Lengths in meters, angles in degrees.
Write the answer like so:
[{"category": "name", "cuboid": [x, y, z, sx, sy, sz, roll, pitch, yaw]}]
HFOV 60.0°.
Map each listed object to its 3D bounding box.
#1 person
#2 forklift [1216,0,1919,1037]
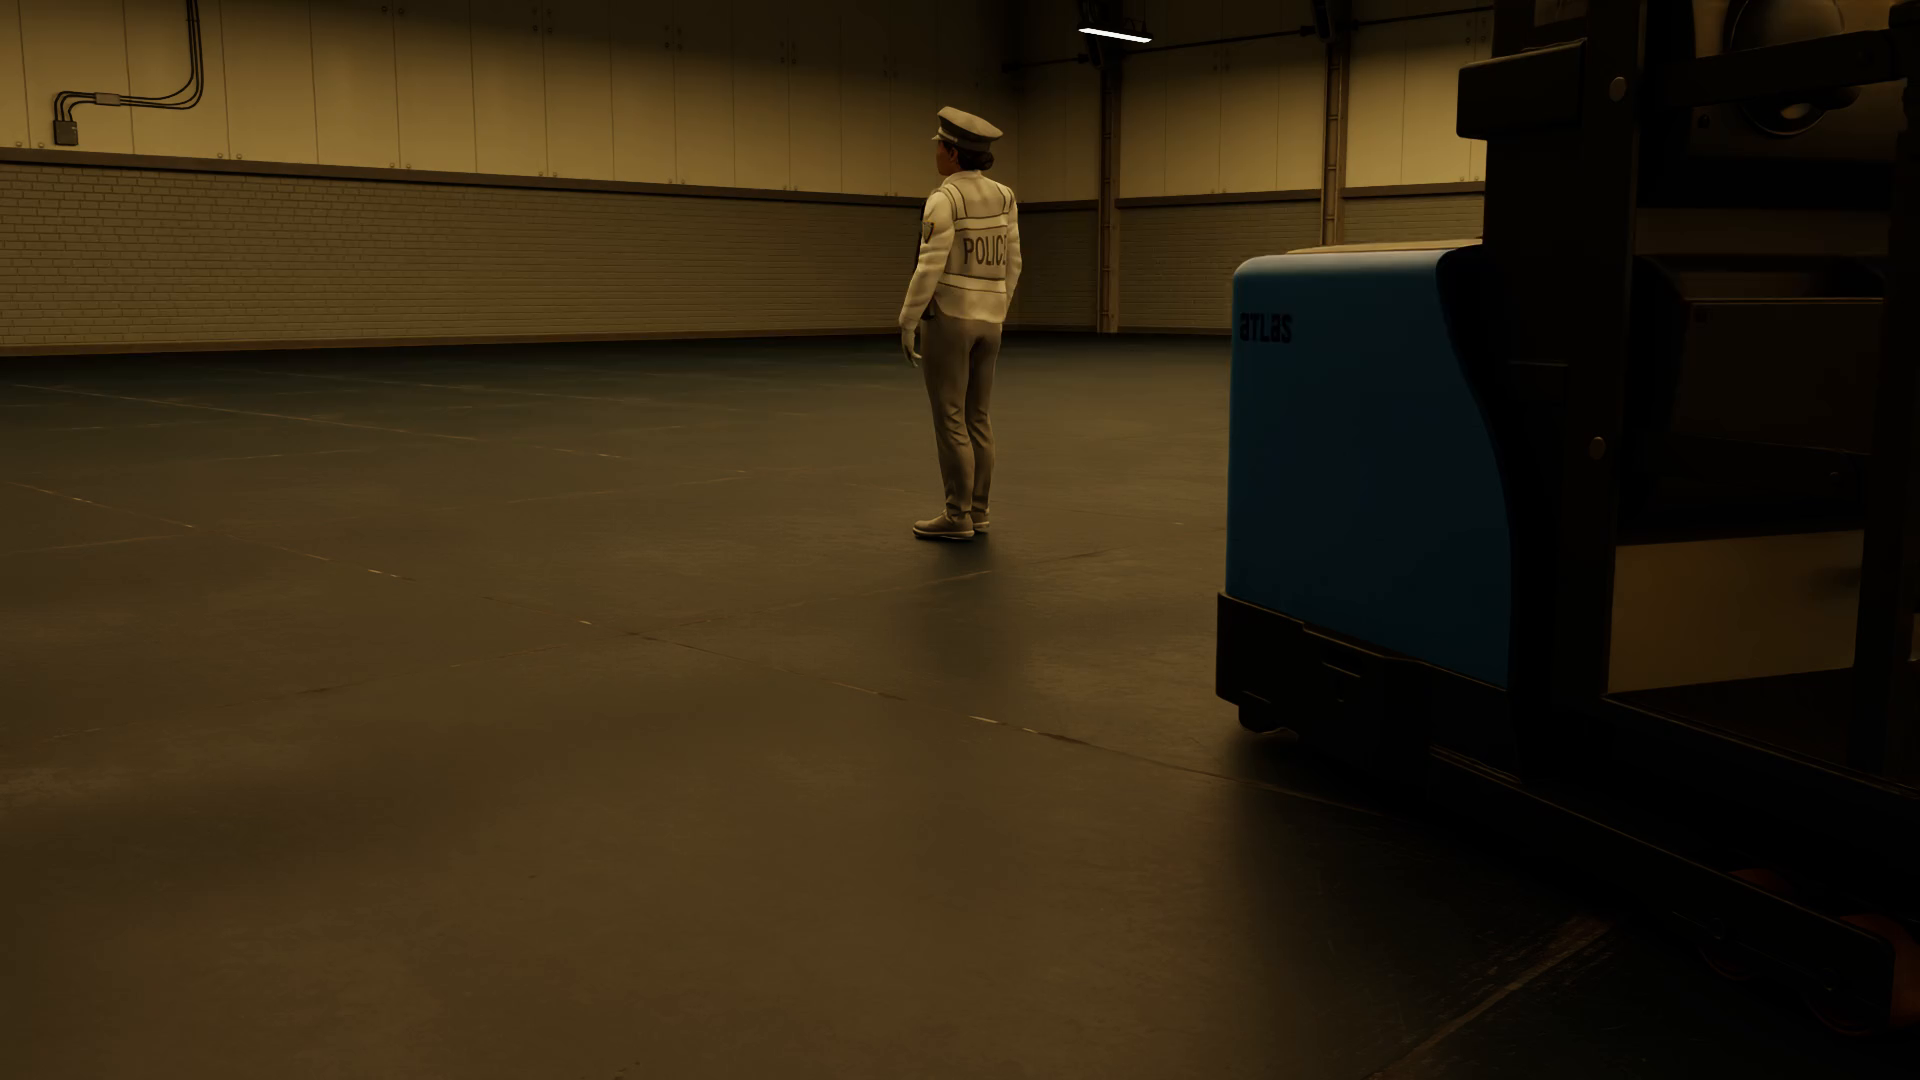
[{"category": "person", "cuboid": [-0.045, -0.853, 6.642, 0.531, 1.695, 0.587, 8, 12, 43]}, {"category": "forklift", "cuboid": [1.594, -0.846, 2.493, 1.130, 2.935, 3.031, -3, 9, -21]}]
